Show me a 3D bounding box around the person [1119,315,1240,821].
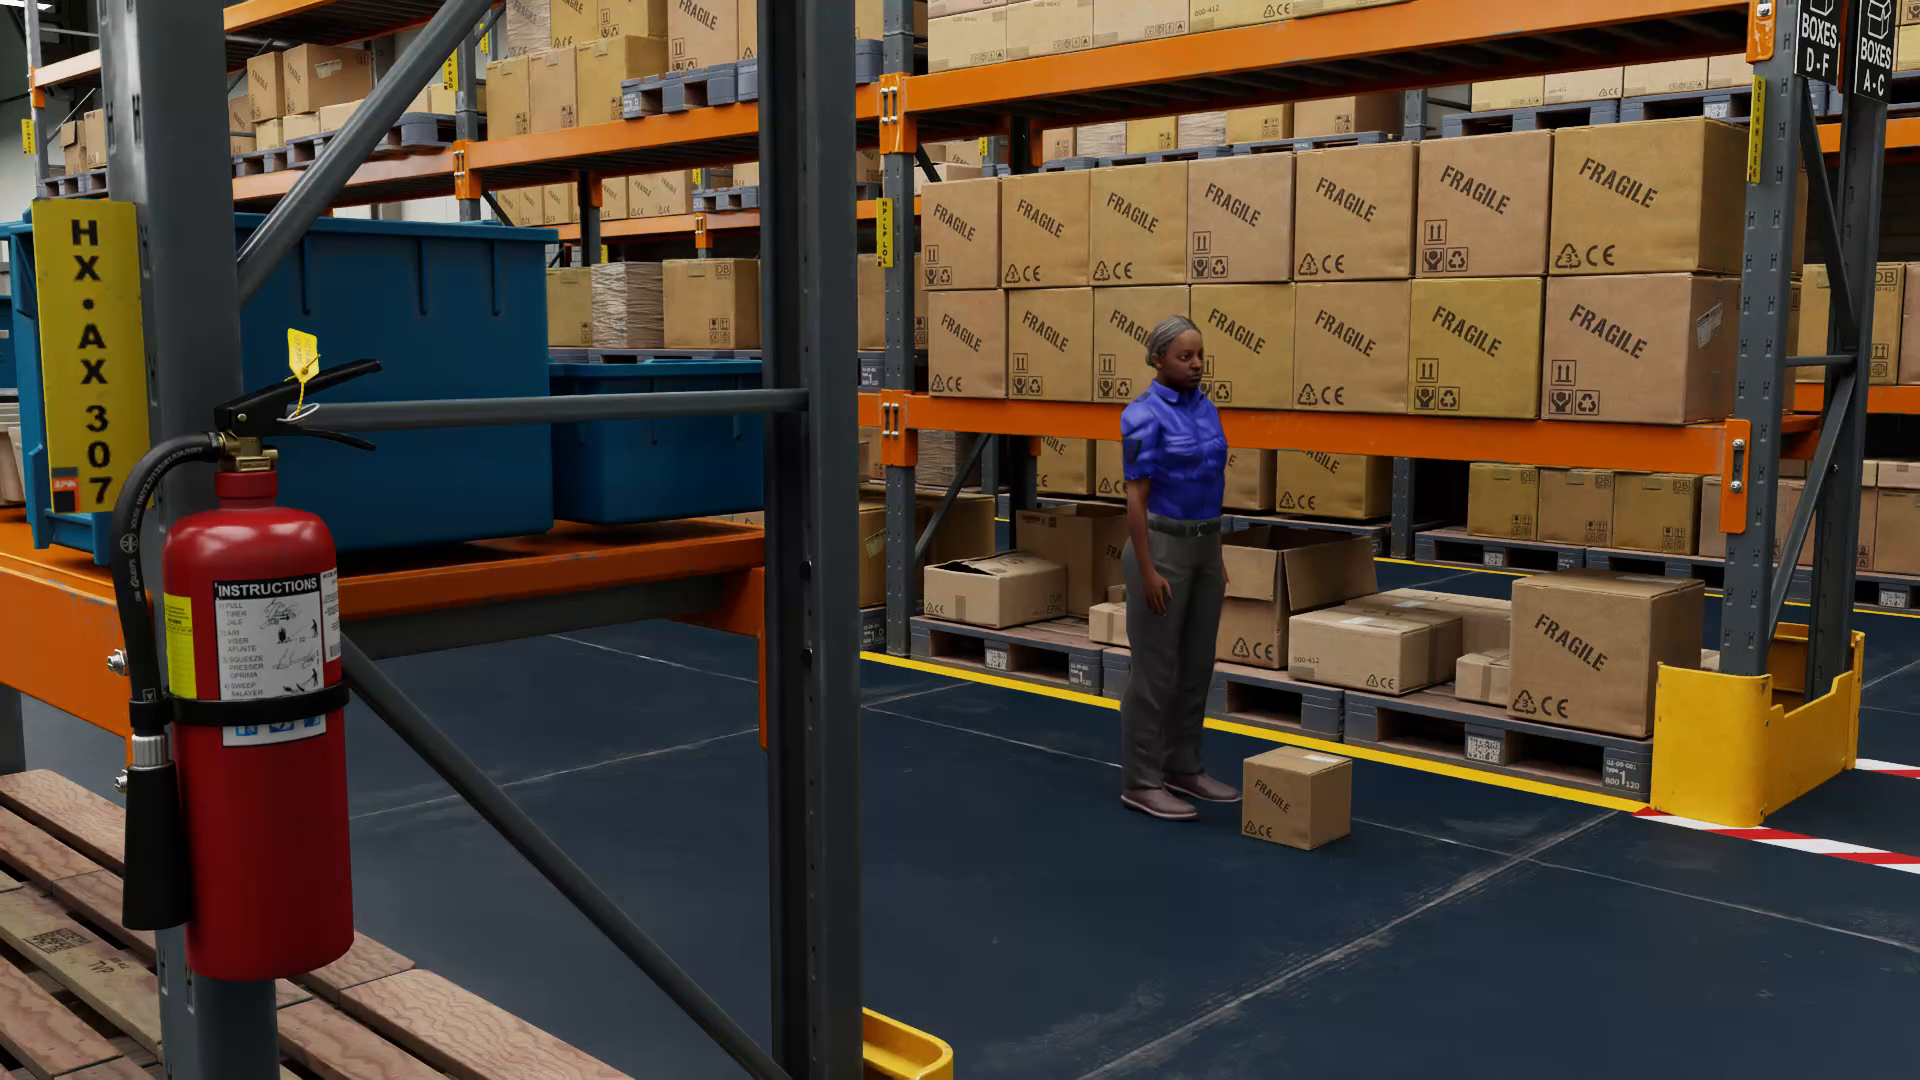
[{"bbox_3d":[0.741,0.090,5.591,0.318,1.679,0.468,7,10,45],"label":"person"}]
